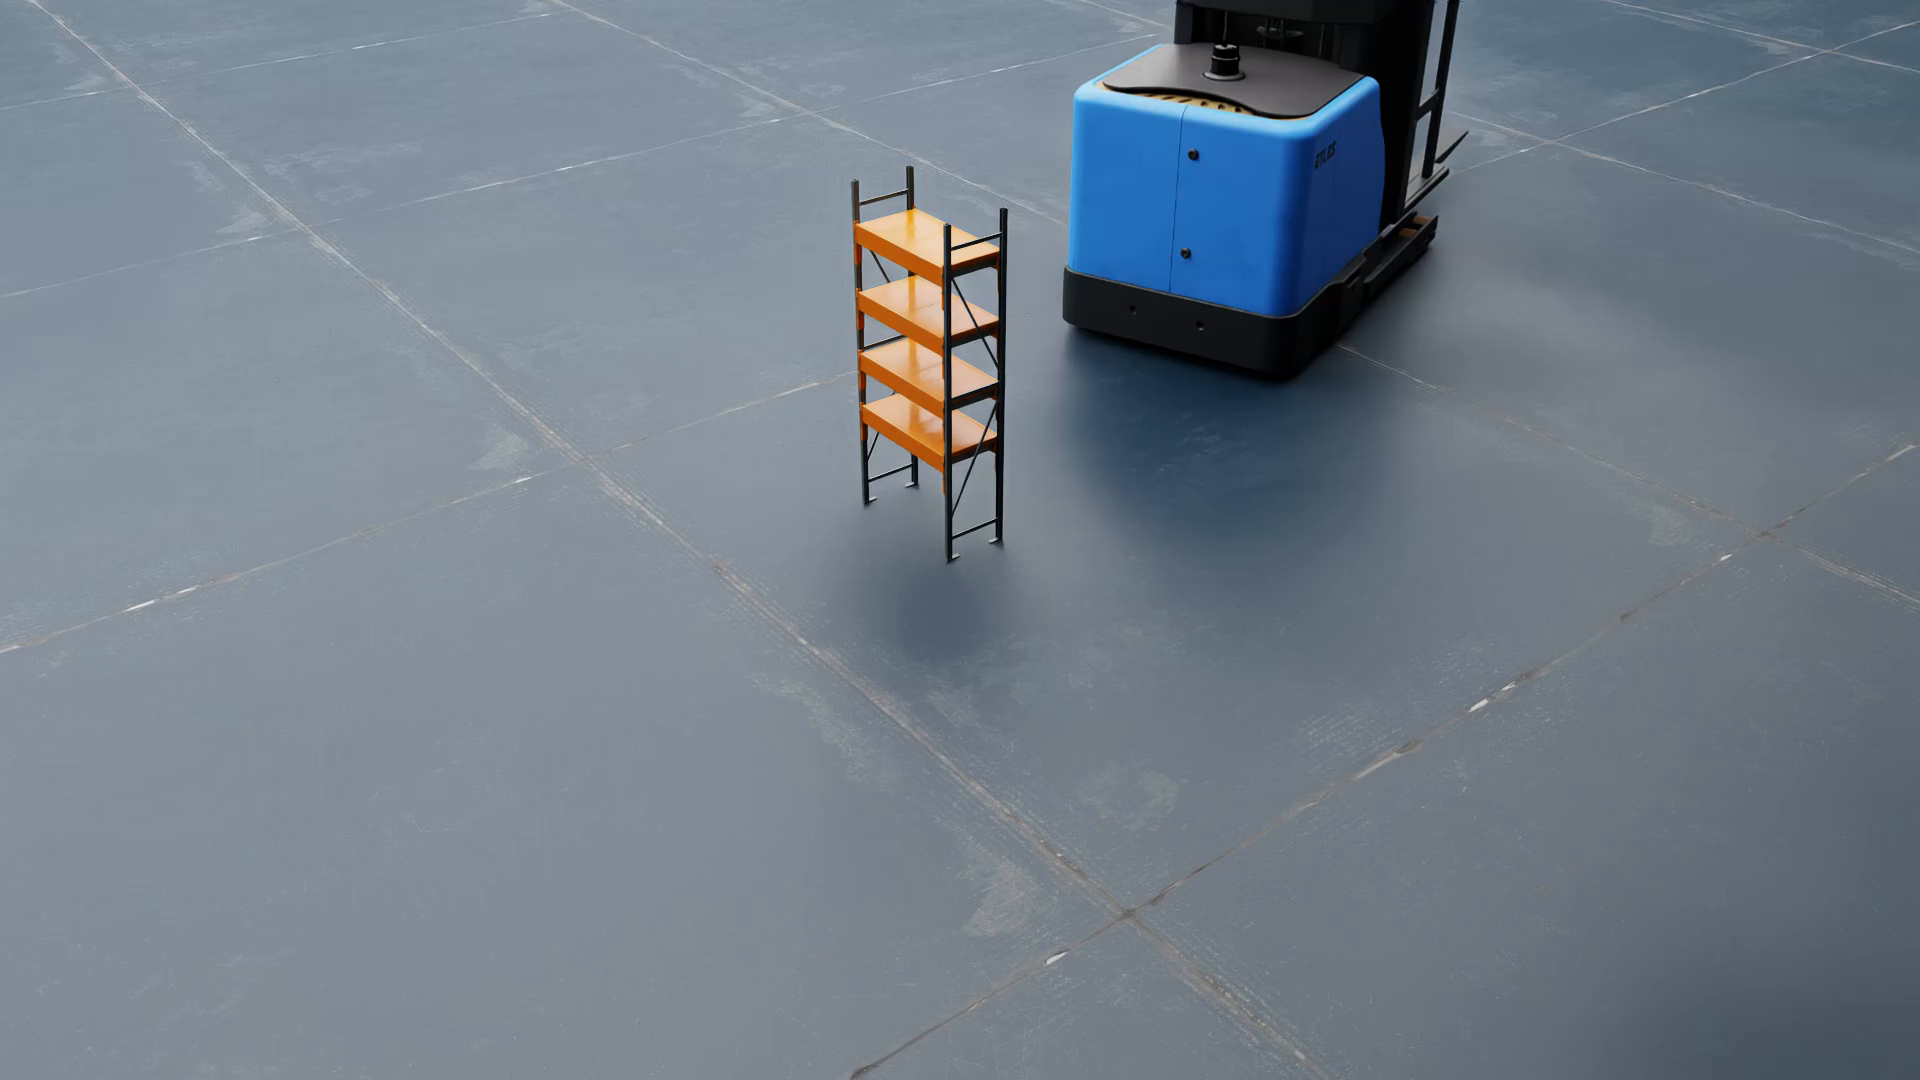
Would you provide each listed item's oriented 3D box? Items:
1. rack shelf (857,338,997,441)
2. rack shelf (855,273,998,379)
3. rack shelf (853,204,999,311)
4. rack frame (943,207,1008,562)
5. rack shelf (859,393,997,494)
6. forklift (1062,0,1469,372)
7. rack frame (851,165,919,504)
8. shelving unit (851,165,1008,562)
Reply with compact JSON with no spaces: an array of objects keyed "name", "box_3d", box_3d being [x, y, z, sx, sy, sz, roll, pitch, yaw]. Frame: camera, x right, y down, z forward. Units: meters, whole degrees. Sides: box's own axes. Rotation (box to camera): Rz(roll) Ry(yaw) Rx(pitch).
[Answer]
[{"name":"rack shelf","box_3d":[-0.101,-0.522,5.580,0.258,0.148,0.480,-22,38,-31]},{"name":"rack shelf","box_3d":[-0.101,-0.712,5.462,0.258,0.148,0.480,-22,38,-31]},{"name":"rack shelf","box_3d":[-0.101,-0.912,5.337,0.258,0.148,0.480,-22,38,-31]},{"name":"rack frame","box_3d":[0.048,-0.477,5.381,0.240,1.200,0.015,-22,38,-31]},{"name":"rack shelf","box_3d":[-0.102,-0.353,5.685,0.258,0.148,0.480,-22,38,-31]},{"name":"forklift","box_3d":[1.636,-2.664,7.261,1.130,2.935,3.031,18,36,26]},{"name":"rack frame","box_3d":[-0.251,-0.680,5.708,0.240,1.200,0.015,-22,38,-31]},{"name":"shelving unit","box_3d":[-0.101,-0.579,5.545,0.258,1.200,0.503,-22,38,-31]}]
